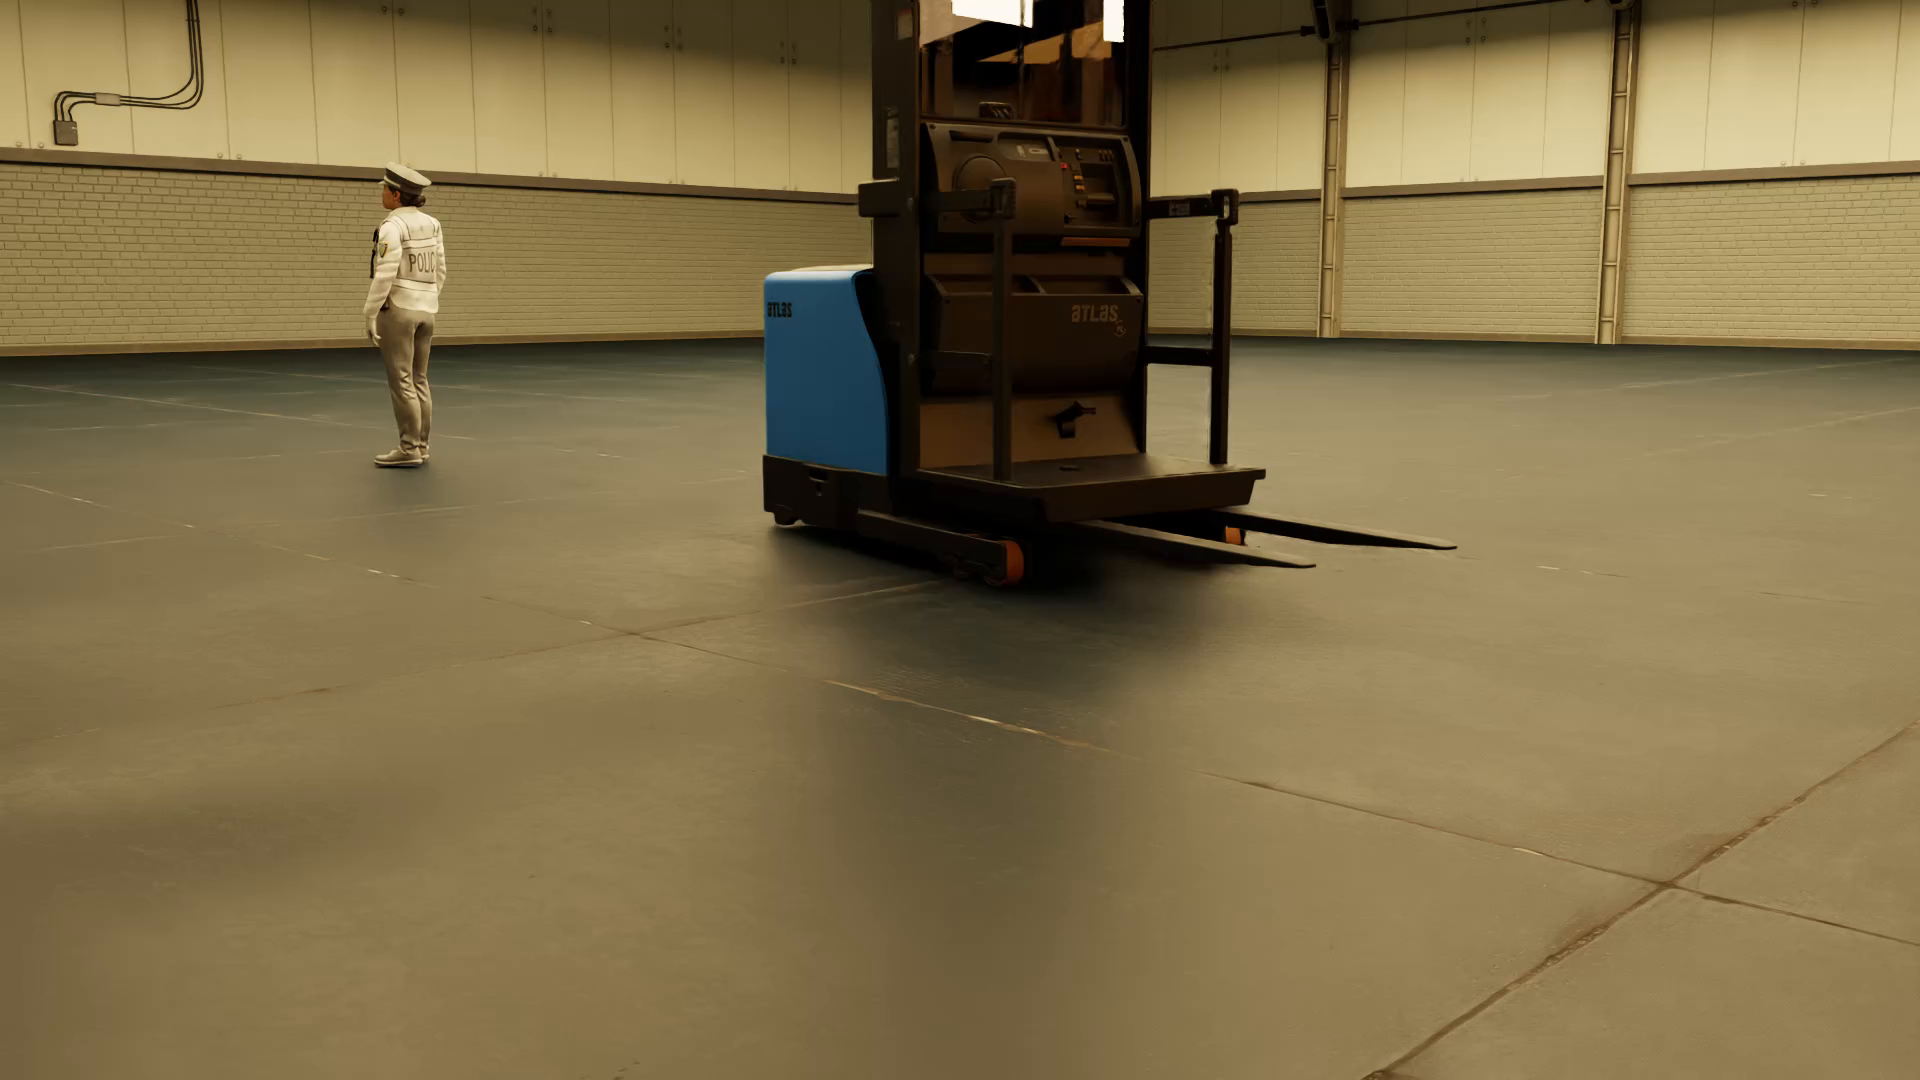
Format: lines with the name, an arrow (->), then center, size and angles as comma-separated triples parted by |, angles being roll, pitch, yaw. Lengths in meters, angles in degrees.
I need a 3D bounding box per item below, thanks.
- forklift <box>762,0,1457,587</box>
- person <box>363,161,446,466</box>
forklift -> 0.402, -1.369, 5.963 | 1.130, 2.935, 3.031 | -6, 10, -34
person -> -3.186, -1.267, 9.389 | 0.532, 1.695, 0.586 | 3, 9, 19
